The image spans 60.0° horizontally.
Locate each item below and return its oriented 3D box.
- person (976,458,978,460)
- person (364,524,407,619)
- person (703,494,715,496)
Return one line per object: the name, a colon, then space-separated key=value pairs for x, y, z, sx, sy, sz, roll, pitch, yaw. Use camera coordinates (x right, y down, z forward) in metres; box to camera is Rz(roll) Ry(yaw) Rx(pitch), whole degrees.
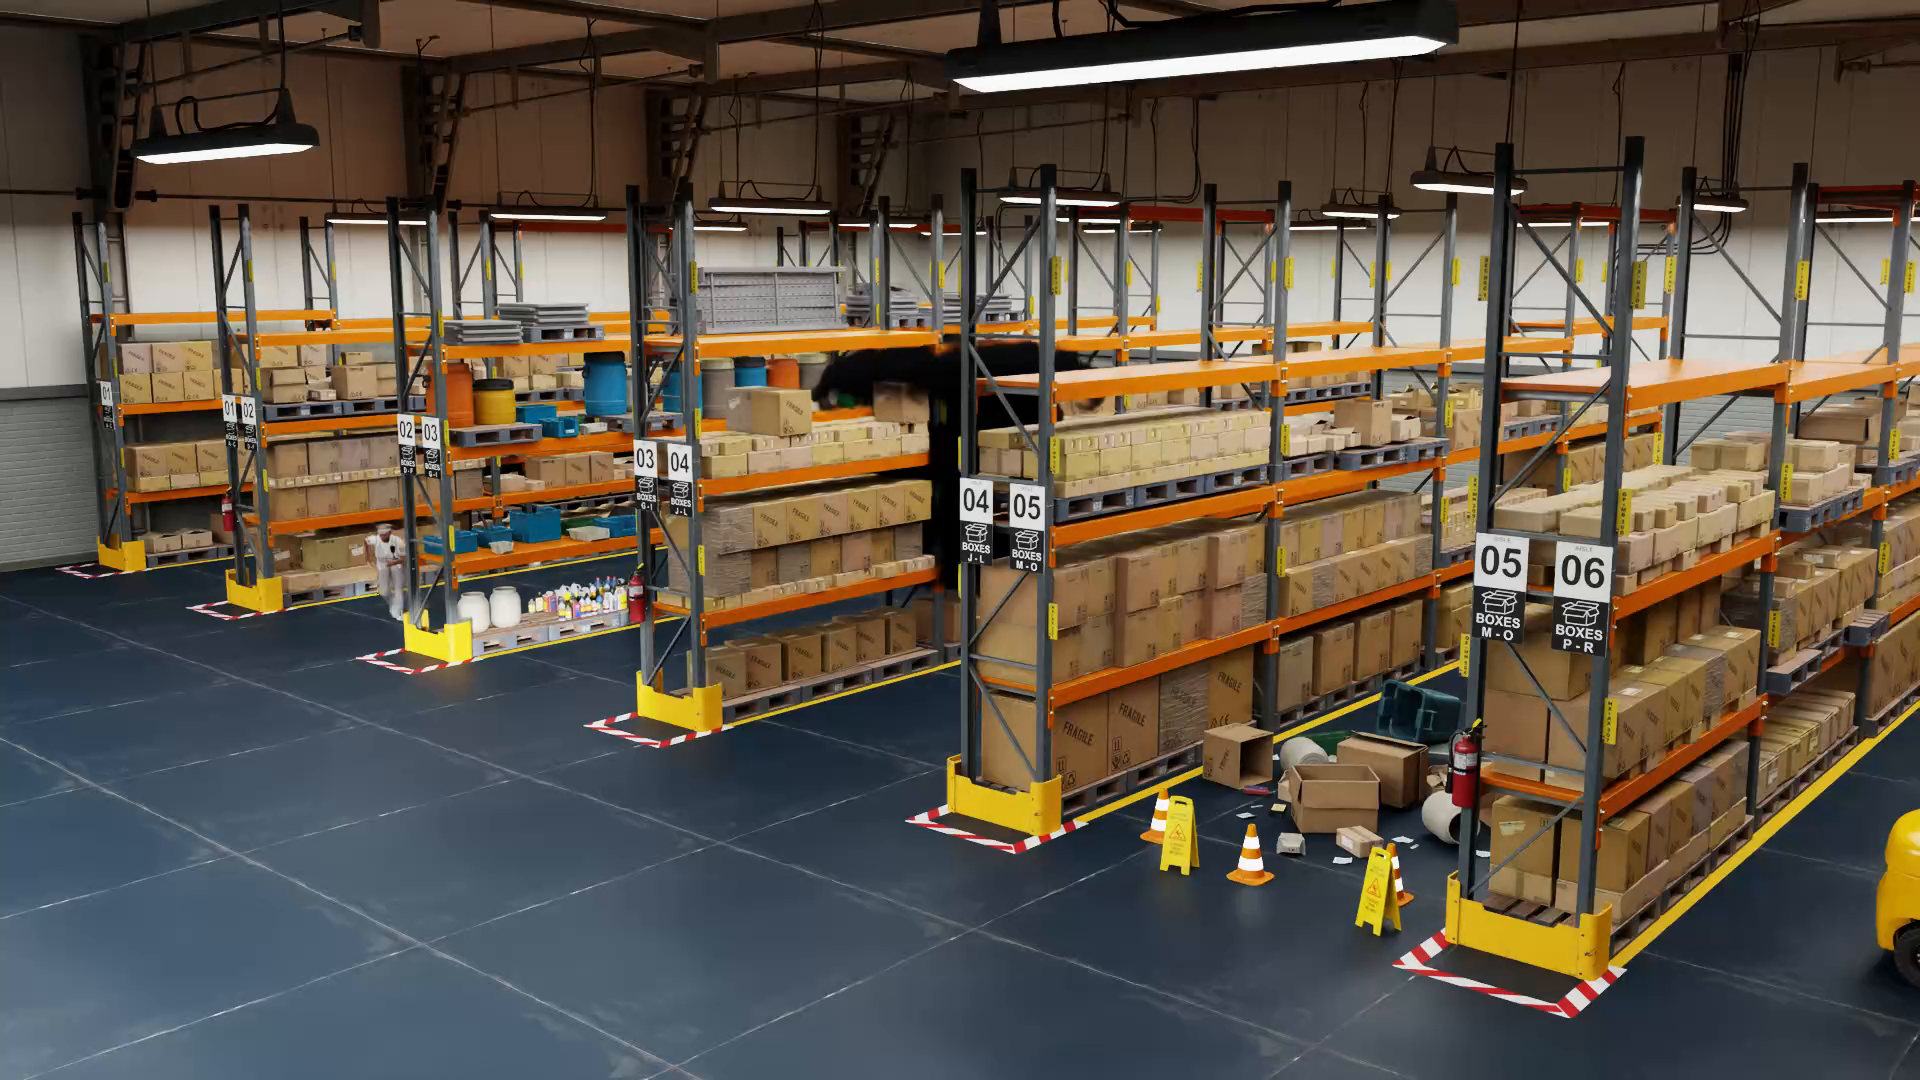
person: x=0.328 y=-1.437 z=35.057 sx=0.551 sy=1.644 sz=0.777 roll=8 pitch=12 yaw=39
person: x=-8.273 y=0.462 z=23.990 sx=0.612 sy=1.493 sz=0.856 roll=-1 pitch=10 yaw=-6
person: x=-3.495 y=0.156 z=23.283 sx=0.636 sy=1.822 sz=0.767 roll=5 pitch=11 yaw=29
